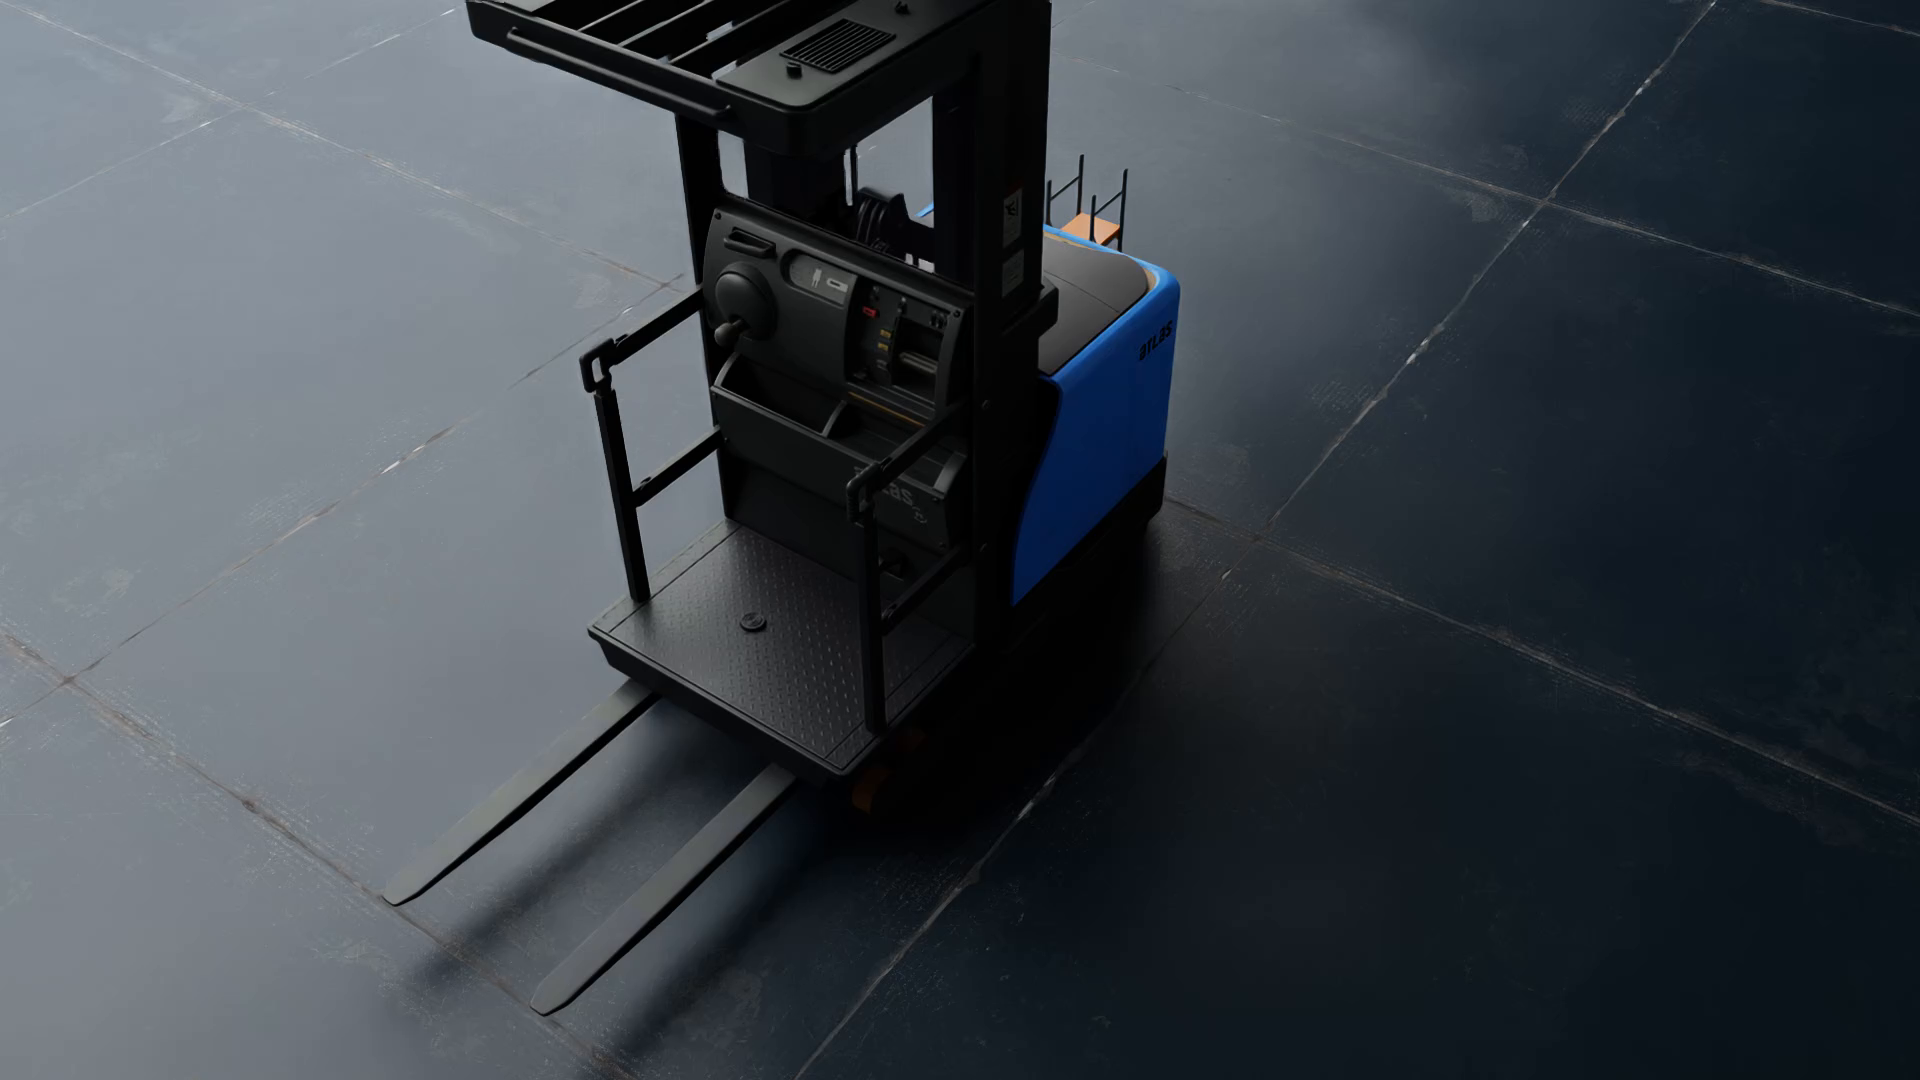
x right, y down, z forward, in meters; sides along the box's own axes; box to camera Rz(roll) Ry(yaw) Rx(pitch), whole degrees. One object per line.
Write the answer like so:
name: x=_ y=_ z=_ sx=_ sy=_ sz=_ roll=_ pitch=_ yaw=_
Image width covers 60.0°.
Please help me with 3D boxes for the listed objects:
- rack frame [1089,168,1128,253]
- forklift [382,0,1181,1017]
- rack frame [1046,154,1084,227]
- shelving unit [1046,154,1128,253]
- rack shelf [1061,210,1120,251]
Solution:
rack frame: x=0.529 y=-0.814 z=6.260 sx=0.006 sy=1.200 sz=0.240 roll=25 pitch=47 yaw=25
forklift: x=-0.503 y=-0.590 z=4.711 sx=1.130 sy=2.935 sz=3.031 roll=26 pitch=48 yaw=26
rack frame: x=0.378 y=-0.883 z=6.337 sx=0.006 sy=1.200 sz=0.240 roll=25 pitch=47 yaw=25
shelving unit: x=0.453 y=-0.849 z=6.299 sx=0.189 sy=1.200 sz=0.258 roll=25 pitch=47 yaw=25
rack shelf: x=0.453 y=-1.084 z=6.088 sx=0.180 sy=0.103 sz=0.258 roll=25 pitch=47 yaw=25
